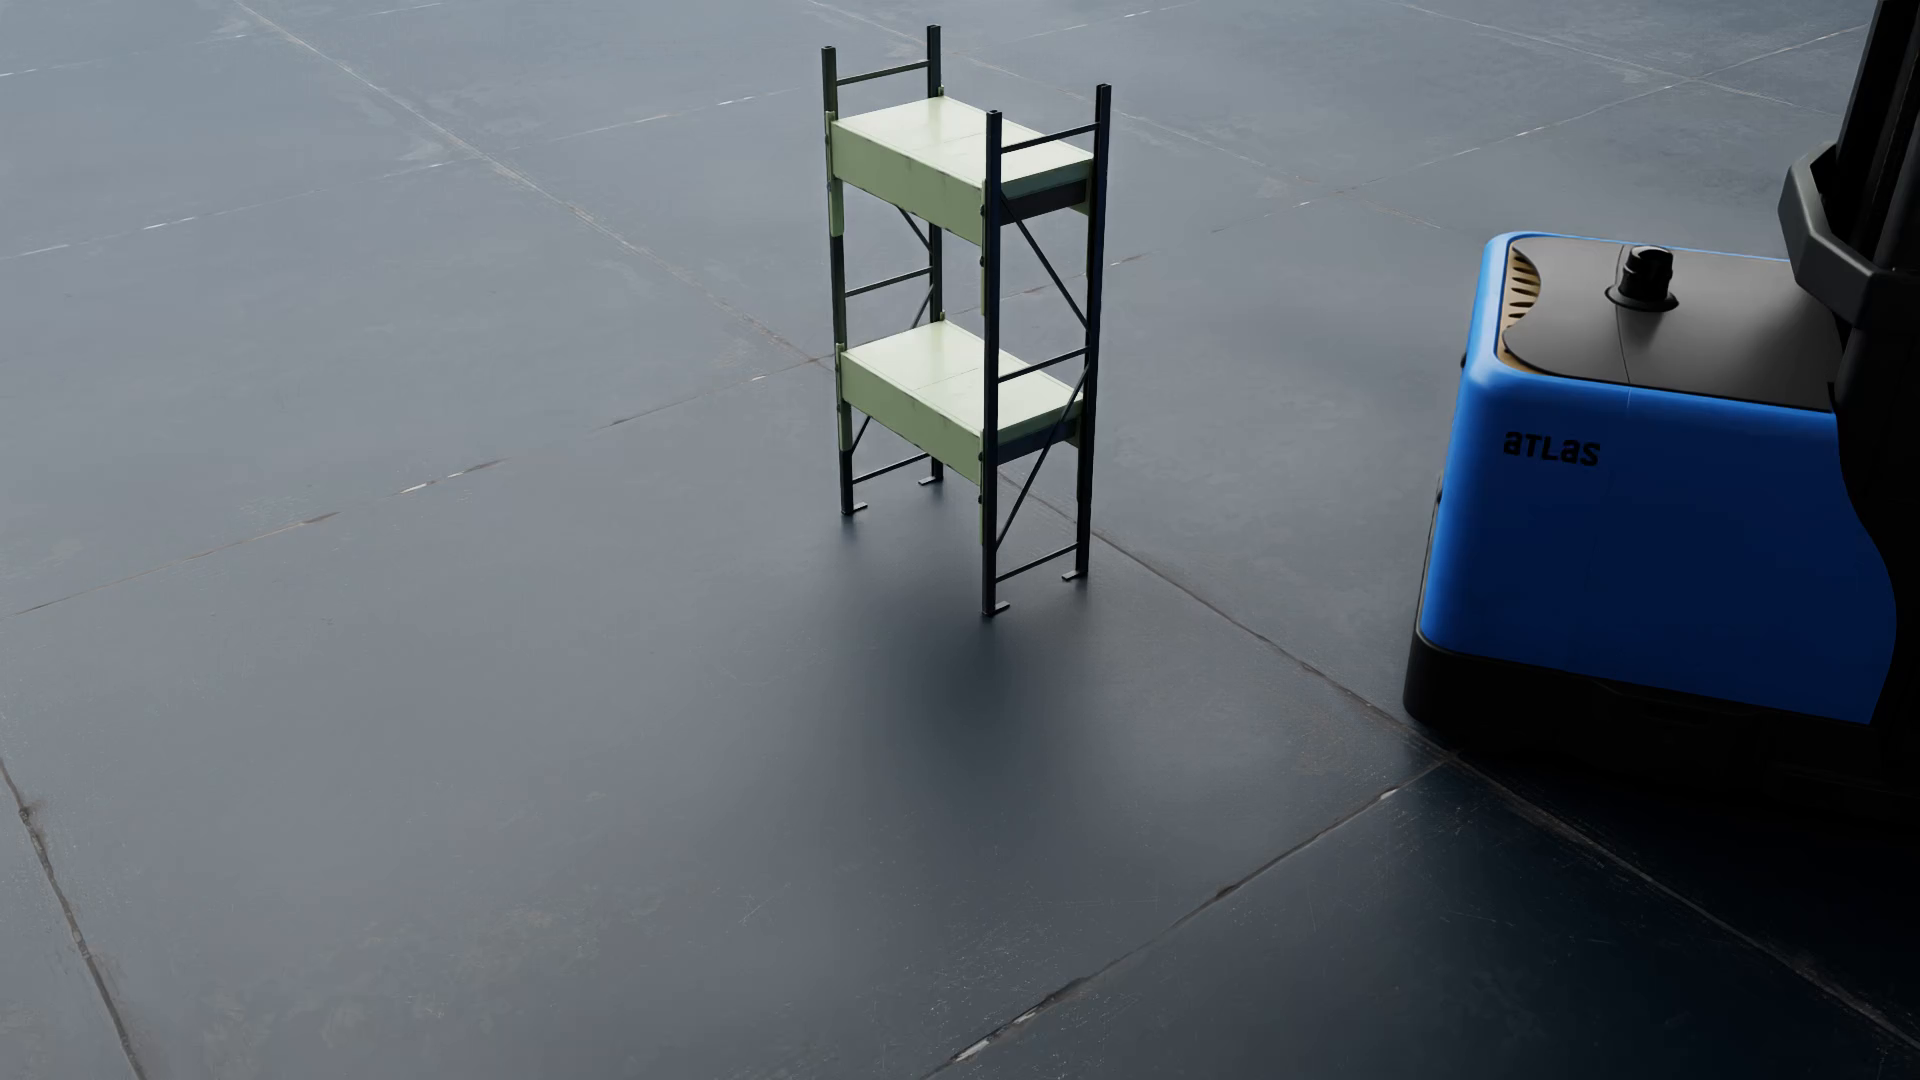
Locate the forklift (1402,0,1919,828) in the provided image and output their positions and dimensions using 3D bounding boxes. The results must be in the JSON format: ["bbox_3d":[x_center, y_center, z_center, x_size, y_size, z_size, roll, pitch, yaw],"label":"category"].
[{"bbox_3d":[2.749,-0.723,3.636,3.031,2.935,1.130,10,33,15],"label":"forklift"}]

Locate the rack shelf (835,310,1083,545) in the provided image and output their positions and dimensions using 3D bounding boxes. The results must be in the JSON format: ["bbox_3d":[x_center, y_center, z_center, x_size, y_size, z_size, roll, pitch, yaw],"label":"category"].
[{"bbox_3d":[0.004,-0.357,5.022,0.431,0.370,0.720,-22,38,-31],"label":"rack shelf"}]

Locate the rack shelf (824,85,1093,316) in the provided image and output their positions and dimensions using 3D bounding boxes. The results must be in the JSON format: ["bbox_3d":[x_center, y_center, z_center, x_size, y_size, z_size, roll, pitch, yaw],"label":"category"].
[{"bbox_3d":[0.004,-0.966,4.644,0.431,0.370,0.720,-22,38,-31],"label":"rack shelf"}]

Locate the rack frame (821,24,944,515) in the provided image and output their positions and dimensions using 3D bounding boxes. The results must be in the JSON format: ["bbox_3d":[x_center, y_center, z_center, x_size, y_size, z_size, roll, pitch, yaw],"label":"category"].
[{"bbox_3d":[-0.220,-0.787,5.095,0.400,1.500,0.023,-22,38,-31],"label":"rack frame"}]

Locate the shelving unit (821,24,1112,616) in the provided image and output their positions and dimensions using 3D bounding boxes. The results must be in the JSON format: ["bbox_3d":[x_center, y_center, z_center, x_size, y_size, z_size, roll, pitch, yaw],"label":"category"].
[{"bbox_3d":[0.004,-0.634,4.850,0.431,1.500,0.755,-22,38,-31],"label":"shelving unit"}]

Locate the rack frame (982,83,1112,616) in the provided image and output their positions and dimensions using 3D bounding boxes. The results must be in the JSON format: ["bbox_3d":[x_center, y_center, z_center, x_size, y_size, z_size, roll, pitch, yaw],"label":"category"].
[{"bbox_3d":[0.229,-0.482,4.604,0.400,1.500,0.023,-22,38,-31],"label":"rack frame"}]
